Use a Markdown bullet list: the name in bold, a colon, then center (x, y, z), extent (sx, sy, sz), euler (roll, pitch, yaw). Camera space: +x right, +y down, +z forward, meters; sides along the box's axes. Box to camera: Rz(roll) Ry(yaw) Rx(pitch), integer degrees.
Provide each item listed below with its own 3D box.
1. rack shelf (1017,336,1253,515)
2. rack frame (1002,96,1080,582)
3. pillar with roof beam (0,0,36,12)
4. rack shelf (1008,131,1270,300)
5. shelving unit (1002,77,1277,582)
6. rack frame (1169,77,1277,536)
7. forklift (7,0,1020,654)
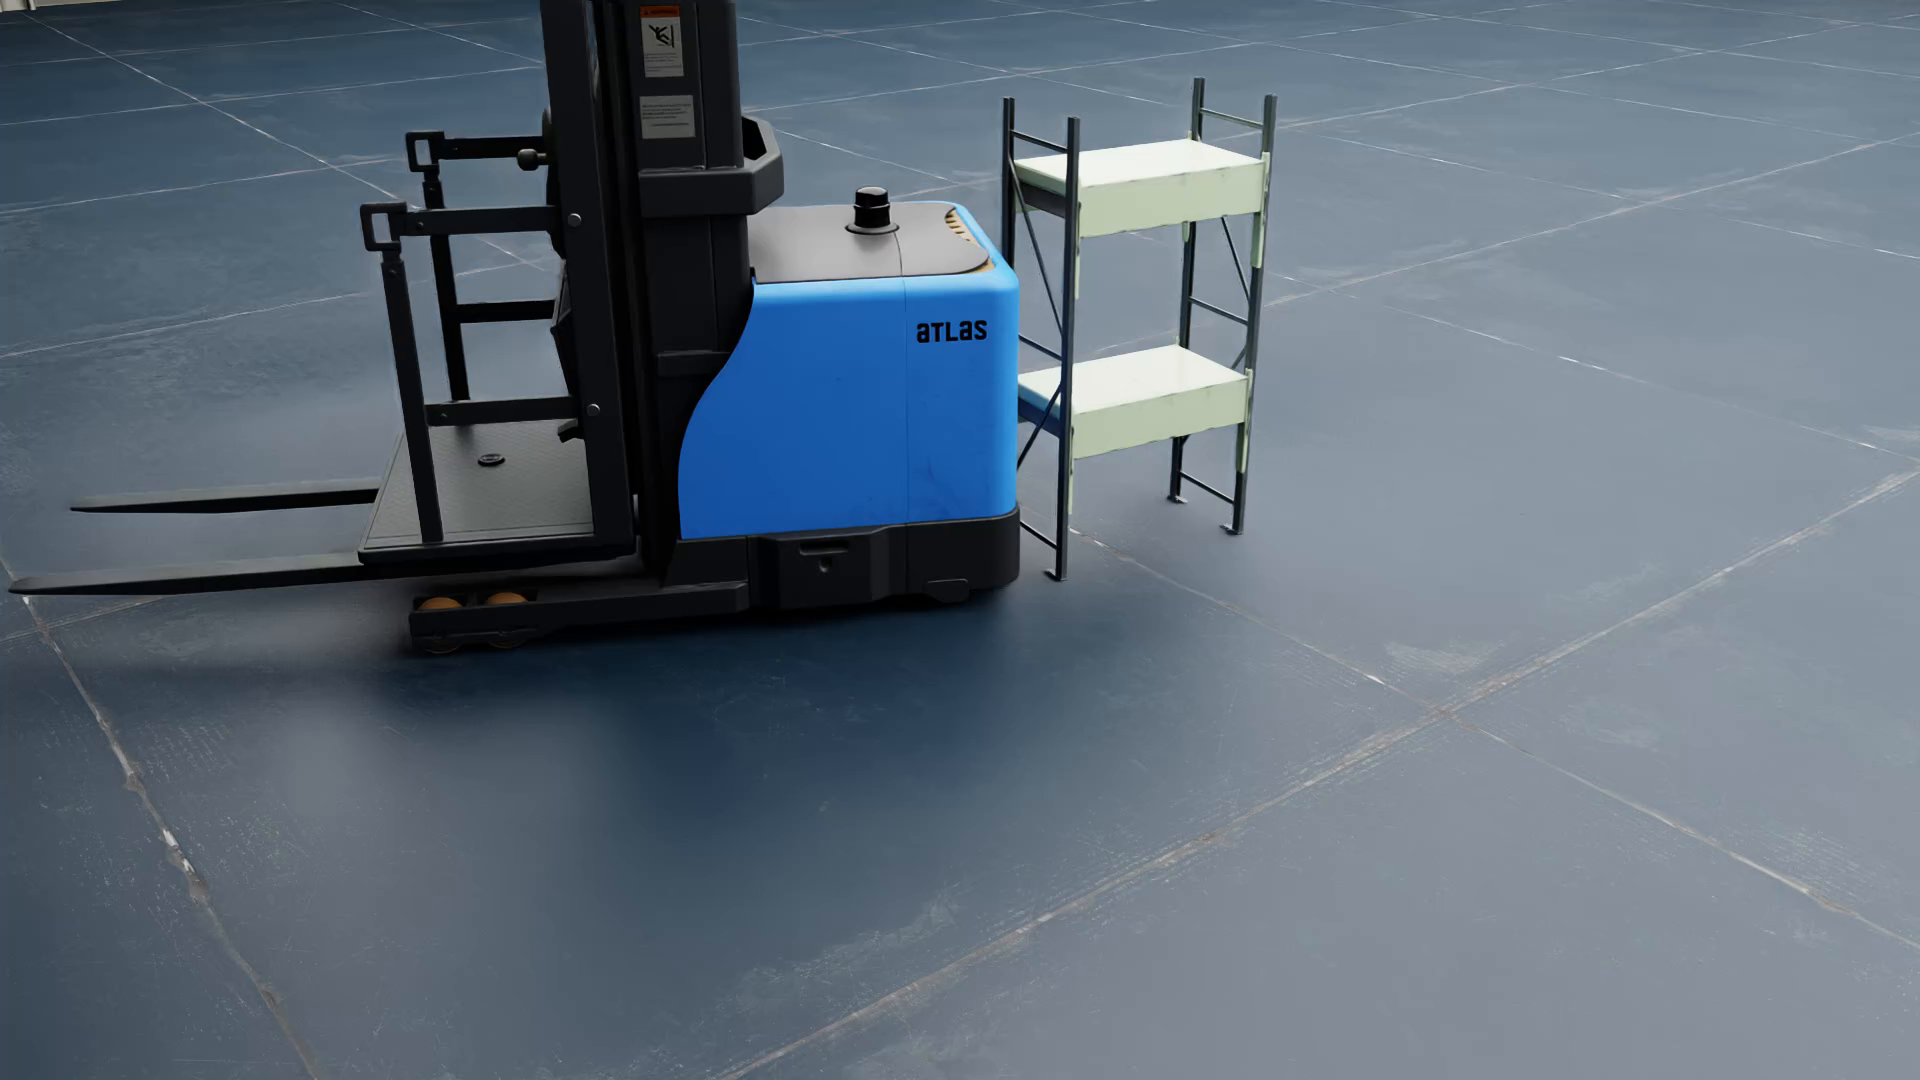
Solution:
- **rack shelf**: center (0.559, -0.398, 5.600), extent (0.720, 0.370, 0.431), euler (-14, 28, -27)
- **rack frame**: center (0.242, -0.617, 5.298), extent (0.023, 1.500, 0.400), euler (-14, 28, -27)
- **pillar with roof beam**: center (-7.810, -8.521, 13.421), extent (0.400, 9.000, 9.100), euler (-18, 31, -34)
- **rack shelf**: center (0.559, -1.048, 5.299), extent (0.720, 0.370, 0.431), euler (-14, 28, -27)
- **shelving unit**: center (0.559, -0.694, 5.463), extent (0.755, 1.500, 0.431), euler (-14, 28, -27)
- **rack frame**: center (0.877, -0.770, 5.628), extent (0.023, 1.500, 0.400), euler (-14, 28, -27)
- **forklift**: center (-1.376, -1.227, 4.912), extent (3.031, 2.935, 1.130), euler (-4, 25, -9)
